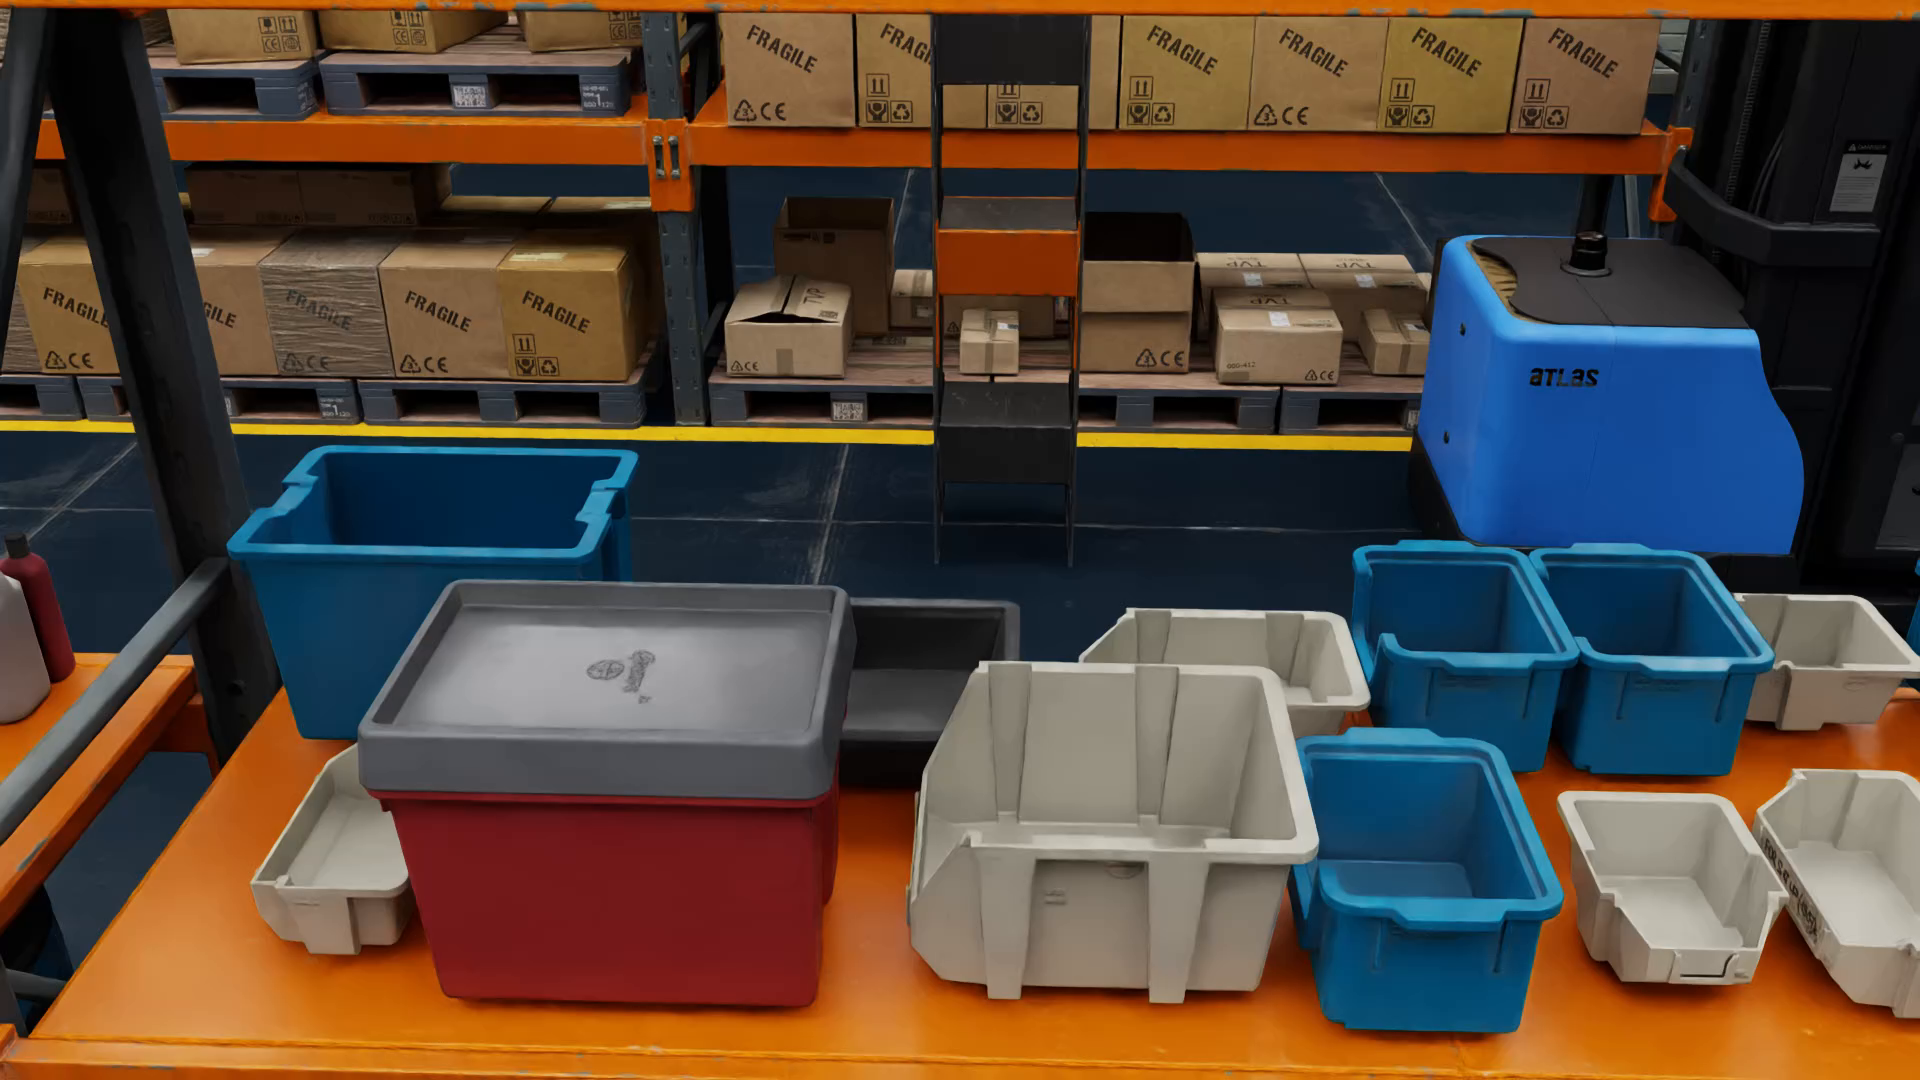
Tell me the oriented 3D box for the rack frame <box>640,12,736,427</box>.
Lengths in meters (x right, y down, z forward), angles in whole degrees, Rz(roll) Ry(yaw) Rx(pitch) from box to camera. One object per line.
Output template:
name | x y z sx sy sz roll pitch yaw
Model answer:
rack frame | -1.146 -2.047 6.909 0.127 3.000 1.000 1 28 2

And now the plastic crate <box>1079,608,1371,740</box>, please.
plastic crate | 0.426 0.250 2.794 0.466 0.136 0.293 1 28 2

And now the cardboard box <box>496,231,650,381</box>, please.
cardboard box | -1.649 -1.011 7.154 0.500 0.500 0.500 1 28 2

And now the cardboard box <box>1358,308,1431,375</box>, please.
cardboard box | 1.898 -0.866 7.236 0.250 0.166 0.380 1 28 2

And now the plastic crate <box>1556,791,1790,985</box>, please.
plastic crate | 0.987 0.498 2.326 0.250 0.136 0.298 1 28 2

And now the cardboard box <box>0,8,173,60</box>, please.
cardboard box | -3.603 -2.281 6.795 0.500 0.500 0.700 6 29 11

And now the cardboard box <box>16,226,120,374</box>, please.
cardboard box | -3.674 -1.045 7.218 0.500 0.500 0.500 1 28 1

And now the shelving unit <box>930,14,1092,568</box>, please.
shelving unit | 0.165 -0.925 5.753 0.503 2.100 0.431 1 28 2

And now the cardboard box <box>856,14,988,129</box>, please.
cardboard box | -0.134 -1.948 6.616 0.500 0.500 0.500 1 28 3

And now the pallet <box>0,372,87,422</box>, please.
pallet | -4.399 -0.851 7.630 1.213 0.211 1.003 1 28 2

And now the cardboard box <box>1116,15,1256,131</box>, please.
cardboard box | 0.874 -1.931 6.584 0.500 0.500 0.500 1 28 1

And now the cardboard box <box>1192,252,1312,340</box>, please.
cardboard box | 1.319 -1.119 7.624 0.500 0.250 0.500 1 28 2

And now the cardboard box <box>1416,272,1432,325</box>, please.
cardboard box | 2.195 -1.095 7.669 0.250 0.166 0.380 1 28 2

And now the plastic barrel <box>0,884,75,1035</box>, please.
plastic barrel | -1.868 0.996 2.960 0.708 0.901 0.600 1 28 2

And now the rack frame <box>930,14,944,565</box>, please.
rack frame | -0.078 -0.929 5.761 0.015 2.100 0.400 1 28 2

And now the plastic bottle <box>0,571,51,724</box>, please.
plastic bottle | -1.705 0.135 2.845 0.185 0.351 0.144 1 28 2

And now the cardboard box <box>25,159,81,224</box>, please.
cardboard box | -4.144 -1.630 7.520 0.500 0.250 0.500 2 28 4

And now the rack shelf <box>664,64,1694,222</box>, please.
rack shelf | 0.853 -1.696 7.015 4.000 0.370 1.077 1 28 2

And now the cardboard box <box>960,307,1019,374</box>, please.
cardboard box | 0.131 -0.872 7.247 0.250 0.166 0.380 1 28 2

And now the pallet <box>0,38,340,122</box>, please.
pallet | -3.200 -1.998 7.022 1.213 0.211 1.003 1 28 2

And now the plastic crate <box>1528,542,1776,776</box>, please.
plastic crate | 1.122 0.205 2.775 0.300 0.233 0.416 1 28 2

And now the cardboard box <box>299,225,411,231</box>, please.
cardboard box | -2.653 -1.274 7.651 0.500 0.500 0.500 1 28 2

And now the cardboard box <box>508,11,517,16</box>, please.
cardboard box | -3.367 -3.577 11.641 0.750 0.750 0.750 1 28 2

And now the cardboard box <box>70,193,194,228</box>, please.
cardboard box | -3.683 -1.289 7.678 0.500 0.500 0.500 0 28 0

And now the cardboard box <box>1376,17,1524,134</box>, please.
cardboard box | 1.876 -1.912 6.547 0.500 0.500 0.500 1 28 2

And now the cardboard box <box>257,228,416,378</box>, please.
cardboard box | -2.644 -1.032 7.192 0.500 0.500 0.500 1 28 2

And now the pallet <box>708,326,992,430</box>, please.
pallet | -0.460 -0.803 7.540 1.213 0.211 1.003 1 28 2

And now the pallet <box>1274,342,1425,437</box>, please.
pallet | 1.979 -0.763 7.464 1.213 0.211 1.003 1 28 2

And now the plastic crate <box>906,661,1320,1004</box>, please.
plastic crate | 0.195 0.409 2.339 0.530 0.282 0.437 1 28 2

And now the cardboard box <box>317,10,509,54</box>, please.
cardboard box | -2.301 -2.371 6.965 0.500 0.500 0.700 5 28 10

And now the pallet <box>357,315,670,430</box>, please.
pallet | -1.960 -0.811 7.554 1.213 0.211 1.003 1 28 2

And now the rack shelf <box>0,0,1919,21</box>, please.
rack shelf | 0.674 -0.703 1.939 4.000 0.370 1.077 1 28 2

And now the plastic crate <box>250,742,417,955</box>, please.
plastic crate | -0.864 0.436 2.442 0.243 0.136 0.396 1 28 2

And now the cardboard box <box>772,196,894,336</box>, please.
cardboard box | -0.567 -1.260 7.624 0.500 0.500 0.500 1 28 2

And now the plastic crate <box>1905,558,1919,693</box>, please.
plastic crate | 1.780 0.216 2.755 0.300 0.233 0.416 1 28 2

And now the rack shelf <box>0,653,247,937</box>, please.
rack shelf | -3.323 0.556 2.766 4.000 0.370 1.077 1 28 2

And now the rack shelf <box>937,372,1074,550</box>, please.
rack shelf | 0.165 -0.294 6.087 0.480 0.518 0.431 1 28 2

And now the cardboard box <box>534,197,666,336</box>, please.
cardboard box | -1.621 -1.259 7.622 0.500 0.500 0.500 0 28 -1

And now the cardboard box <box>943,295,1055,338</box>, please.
cardboard box | 0.183 -1.164 7.645 0.500 0.311 0.500 1 28 2

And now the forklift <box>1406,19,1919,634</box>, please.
forklift | 3.226 -1.197 5.378 3.031 2.935 1.130 2 28 3

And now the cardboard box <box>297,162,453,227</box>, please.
cardboard box | -2.620 -1.607 7.477 0.500 0.250 0.500 1 28 2
